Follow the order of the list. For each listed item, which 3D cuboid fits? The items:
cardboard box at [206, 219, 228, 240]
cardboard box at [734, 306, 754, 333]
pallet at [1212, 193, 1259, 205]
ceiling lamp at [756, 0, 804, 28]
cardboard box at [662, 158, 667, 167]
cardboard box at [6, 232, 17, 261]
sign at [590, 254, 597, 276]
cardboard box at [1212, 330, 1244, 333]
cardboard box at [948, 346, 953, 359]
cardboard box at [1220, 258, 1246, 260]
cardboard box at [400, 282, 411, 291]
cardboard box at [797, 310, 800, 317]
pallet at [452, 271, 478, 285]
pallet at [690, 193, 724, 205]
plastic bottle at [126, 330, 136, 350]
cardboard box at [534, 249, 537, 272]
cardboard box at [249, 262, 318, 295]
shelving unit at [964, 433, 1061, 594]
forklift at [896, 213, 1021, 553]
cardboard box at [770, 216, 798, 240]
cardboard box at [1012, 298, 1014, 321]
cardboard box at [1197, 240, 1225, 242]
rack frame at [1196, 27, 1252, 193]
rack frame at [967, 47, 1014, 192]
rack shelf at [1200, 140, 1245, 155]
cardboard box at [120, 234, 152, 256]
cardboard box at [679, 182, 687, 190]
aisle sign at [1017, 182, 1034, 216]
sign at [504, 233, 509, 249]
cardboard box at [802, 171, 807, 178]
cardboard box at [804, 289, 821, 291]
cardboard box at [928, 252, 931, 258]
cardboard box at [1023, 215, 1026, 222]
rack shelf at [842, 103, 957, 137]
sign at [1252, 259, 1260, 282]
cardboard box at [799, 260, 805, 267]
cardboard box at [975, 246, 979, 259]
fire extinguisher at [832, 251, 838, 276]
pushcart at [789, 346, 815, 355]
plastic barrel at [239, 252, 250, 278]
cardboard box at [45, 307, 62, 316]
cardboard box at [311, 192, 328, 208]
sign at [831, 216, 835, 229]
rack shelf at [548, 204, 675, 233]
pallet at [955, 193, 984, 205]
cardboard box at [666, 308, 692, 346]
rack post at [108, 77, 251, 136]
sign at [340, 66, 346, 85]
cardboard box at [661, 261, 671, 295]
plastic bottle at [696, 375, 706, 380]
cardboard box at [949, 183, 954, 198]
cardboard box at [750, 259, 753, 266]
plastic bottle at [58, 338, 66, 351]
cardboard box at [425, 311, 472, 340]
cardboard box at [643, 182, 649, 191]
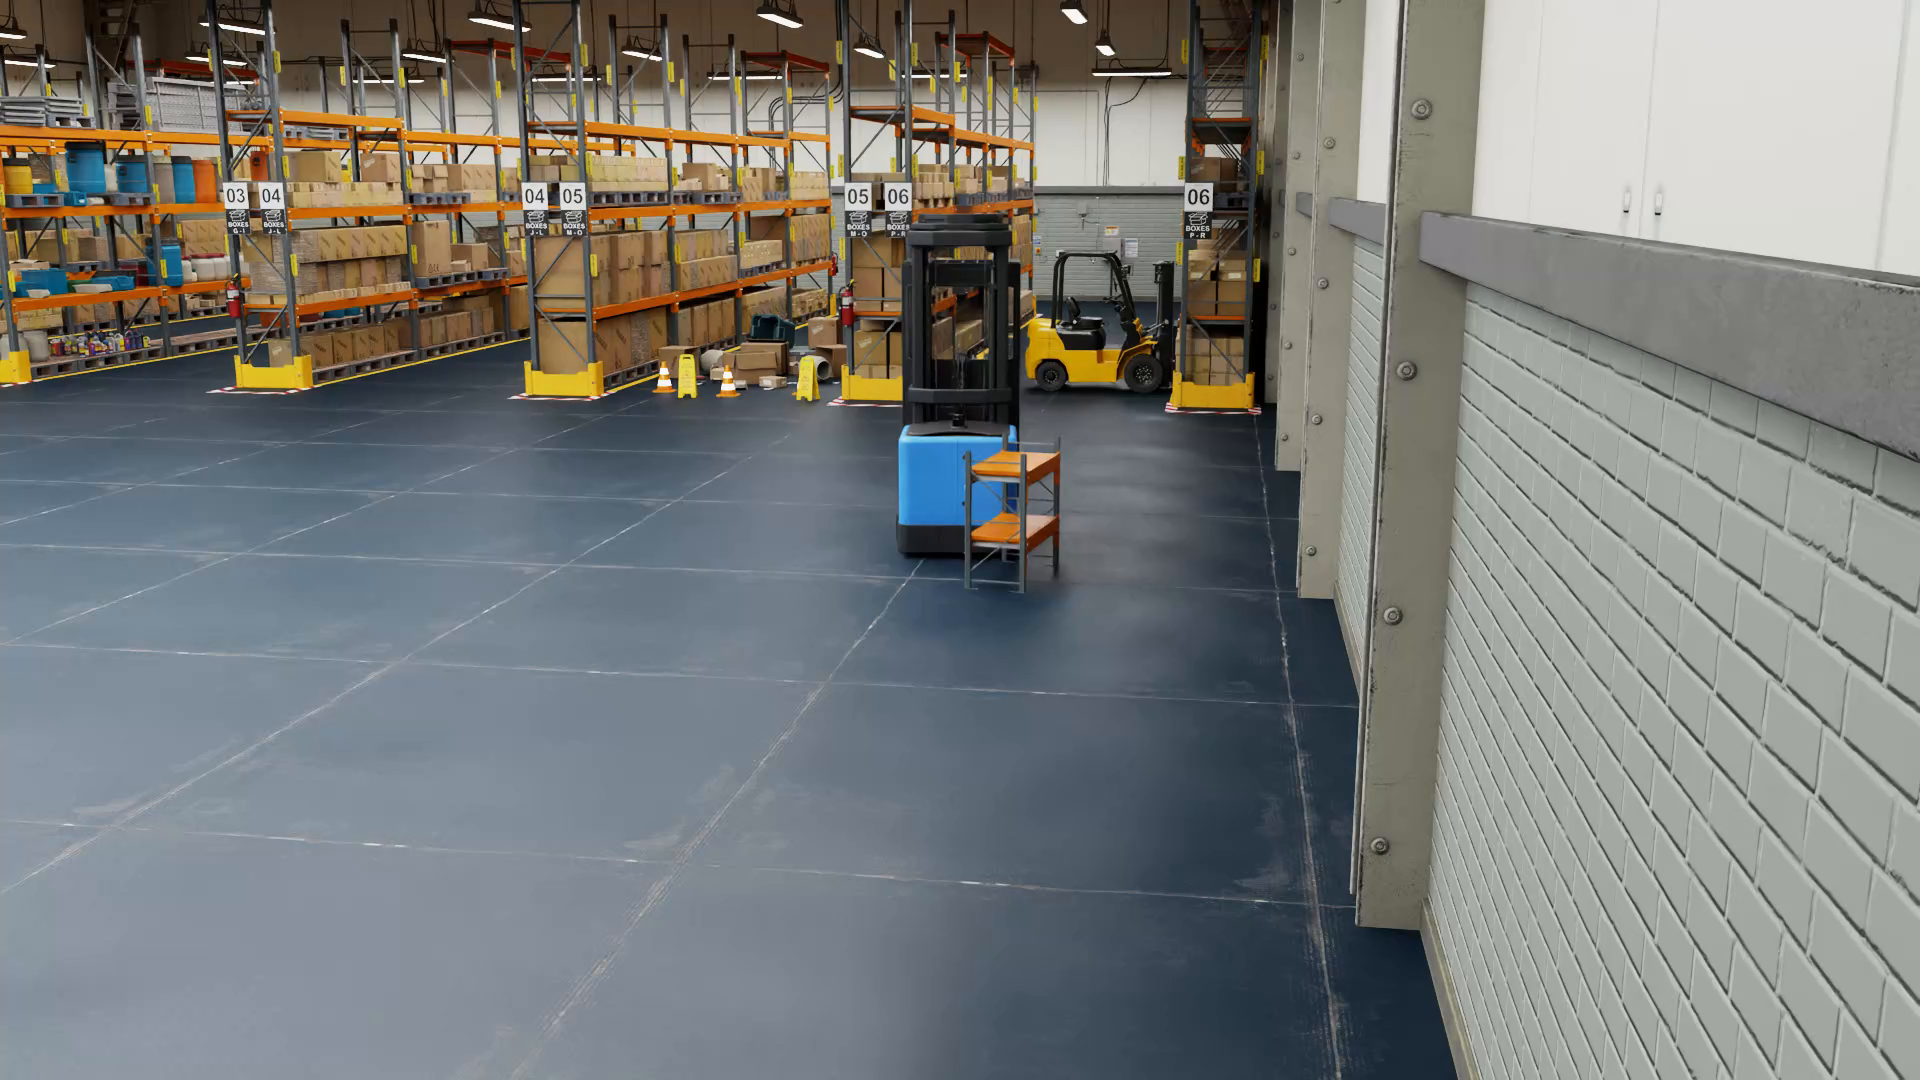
[{"bbox_3d":[-18.348,-7.679,41.152,0.500,0.500,0.500,2,12,10],"label":"cardboard box"},{"bbox_3d":[-4.517,-4.517,34.025,0.500,0.500,0.500,1,12,6],"label":"cardboard box"},{"bbox_3d":[4.918,-6.325,30.807,1.213,0.211,1.003,2,12,11],"label":"pallet"},{"bbox_3d":[-2.765,-10.251,27.602,0.800,3.185,2.000,2,12,9],"label":"ceiling lamp"},{"bbox_3d":[-5.234,-6.463,28.468,0.380,0.149,0.250,2,12,8],"label":"cardboard box"},{"bbox_3d":[-23.732,-7.149,40.592,0.980,0.700,0.700,2,12,10],"label":"cardboard box"},{"bbox_3d":[-5.561,-4.172,25.245,0.100,0.325,0.005,2,12,9],"label":"sign"},{"bbox_3d":[4.125,-3.081,25.585,0.500,0.250,0.500,2,12,8],"label":"cardboard box"},{"bbox_3d":[-0.412,-3.152,28.285,0.500,0.250,0.500,2,12,11],"label":"cardboard box"},{"bbox_3d":[4.067,-4.113,24.731,0.380,0.149,0.250,2,12,10],"label":"cardboard box"},{"bbox_3d":[-10.121,-4.566,29.915,0.380,0.149,0.250,2,12,9],"label":"cardboard box"},{"bbox_3d":[-3.848,-5.160,37.841,0.380,0.149,0.250,2,12,10],"label":"cardboard box"},{"bbox_3d":[-10.027,-5.069,32.106,1.003,0.211,1.213,2,12,9],"label":"pallet"},{"bbox_3d":[-5.093,-6.400,31.155,1.003,0.211,1.213,2,12,11],"label":"pallet"},{"bbox_3d":[-15.116,-3.641,30.267,0.144,0.351,0.185,1,12,6],"label":"plastic bottle"},{"bbox_3d":[-9.267,-5.932,35.416,0.500,0.500,0.500,2,12,8],"label":"cardboard box"},{"bbox_3d":[-10.882,-4.219,26.762,0.875,0.500,0.500,2,12,9],"label":"cardboard box"},{"bbox_3d":[0.442,-0.240,13.693,0.538,1.125,1.048,4,13,18],"label":"shelving unit"},{"bbox_3d":[0.016,-1.572,15.588,1.130,2.935,3.031,0,12,1],"label":"forklift"},{"bbox_3d":[-3.952,-6.996,37.277,0.500,0.500,0.500,2,12,10],"label":"cardboard box"},{"bbox_3d":[0.847,-5.168,37.194,0.875,0.438,0.875,2,12,8],"label":"cardboard box"},{"bbox_3d":[5.174,-5.981,34.647,0.700,0.500,0.500,2,12,9],"label":"cardboard box"},{"bbox_3d":[4.934,-8.028,31.140,1.000,3.000,0.127,2,12,9],"label":"rack frame"},{"bbox_3d":[0.644,-9.020,35.746,1.000,3.000,0.127,2,12,9],"label":"rack frame"},{"bbox_3d":[5.242,-7.897,33.190,1.077,0.370,4.000,2,12,9],"label":"rack shelf"},{"bbox_3d":[-19.230,-6.893,38.882,0.700,0.500,0.500,-2,12,-10],"label":"cardboard box"},{"bbox_3d":[-5.088,-6.367,29.918,0.250,0.149,0.380,2,12,9],"label":"cardboard box"},{"bbox_3d":[1.577,-8.196,39.991,0.394,0.787,0.004,2,12,9],"label":"aisle sign"},{"bbox_3d":[-9.226,-6.088,33.818,0.100,0.325,0.005,2,12,9],"label":"sign"},{"bbox_3d":[-3.729,-8.384,38.137,0.380,0.149,0.250,3,12,11],"label":"cardboard box"},{"bbox_3d":[-3.574,-5.993,40.298,0.380,0.149,0.250,2,12,10],"label":"cardboard box"},{"bbox_3d":[-0.868,-5.021,28.111,0.700,0.500,0.500,2,12,8],"label":"cardboard box"},{"bbox_3d":[1.351,-7.533,38.933,0.380,0.149,0.250,2,12,10],"label":"cardboard box"},{"bbox_3d":[-0.894,-6.586,26.163,1.077,0.370,4.000,2,12,9],"label":"rack shelf"},{"bbox_3d":[4.251,-3.872,23.856,0.100,0.325,0.005,2,12,9],"label":"sign"},{"bbox_3d":[-3.789,-6.373,38.297,0.380,0.149,0.250,2,12,10],"label":"cardboard box"},{"bbox_3d":[0.089,-5.338,30.959,0.500,0.500,0.500,1,12,5],"label":"cardboard box"},{"bbox_3d":[-3.153,-6.877,41.110,0.296,0.674,0.183,2,12,9],"label":"fire extinguisher"},{"bbox_3d":[-2.847,-3.204,29.222,1.648,0.377,0.936,-2,12,-11],"label":"pushcart"},{"bbox_3d":[-14.604,-5.570,33.712,0.421,0.512,0.421,0,12,0],"label":"plastic barrel"},{"bbox_3d":[-19.388,-4.916,35.141,0.500,0.311,0.500,2,12,10],"label":"cardboard box"},{"bbox_3d":[-10.591,-5.503,26.903,0.500,0.250,0.500,2,12,7],"label":"cardboard box"},{"bbox_3d":[-3.102,-7.758,40.631,0.100,0.325,0.005,2,12,9],"label":"sign"},{"bbox_3d":[-5.801,-5.260,27.125,1.077,0.370,4.000,2,12,9],"label":"rack shelf"},{"bbox_3d":[-0.230,-6.138,29.937,1.213,0.211,1.003,2,12,9],"label":"pallet"},{"bbox_3d":[-5.486,-3.799,30.103,1.050,0.750,0.750,2,12,8],"label":"cardboard box"},{"bbox_3d":[-15.055,-8.347,32.147,1.013,1.000,3.121,2,12,9],"label":"rack post"},{"bbox_3d":[-10.928,-8.227,29.472,0.100,0.325,0.005,2,12,9],"label":"sign"},{"bbox_3d":[-5.538,-4.558,28.924,0.875,0.550,0.550,2,12,9],"label":"cardboard box"},{"bbox_3d":[-4.364,-2.704,27.654,0.283,0.061,0.133,-2,12,-11],"label":"plastic bottle"},{"bbox_3d":[-0.388,-5.860,27.851,0.500,0.250,0.500,2,12,8],"label":"cardboard box"},{"bbox_3d":[-4.487,-5.732,34.326,0.380,0.149,0.250,2,12,11],"label":"cardboard box"},{"bbox_3d":[-15.951,-3.432,29.476,0.152,0.276,0.135,2,12,7],"label":"plastic bottle"},{"bbox_3d":[-10.000,-4.195,32.485,0.700,0.500,0.500,3,13,13],"label":"cardboard box"},{"bbox_3d":[-5.389,-5.862,27.572,0.380,0.149,0.250,2,12,10],"label":"cardboard box"}]
